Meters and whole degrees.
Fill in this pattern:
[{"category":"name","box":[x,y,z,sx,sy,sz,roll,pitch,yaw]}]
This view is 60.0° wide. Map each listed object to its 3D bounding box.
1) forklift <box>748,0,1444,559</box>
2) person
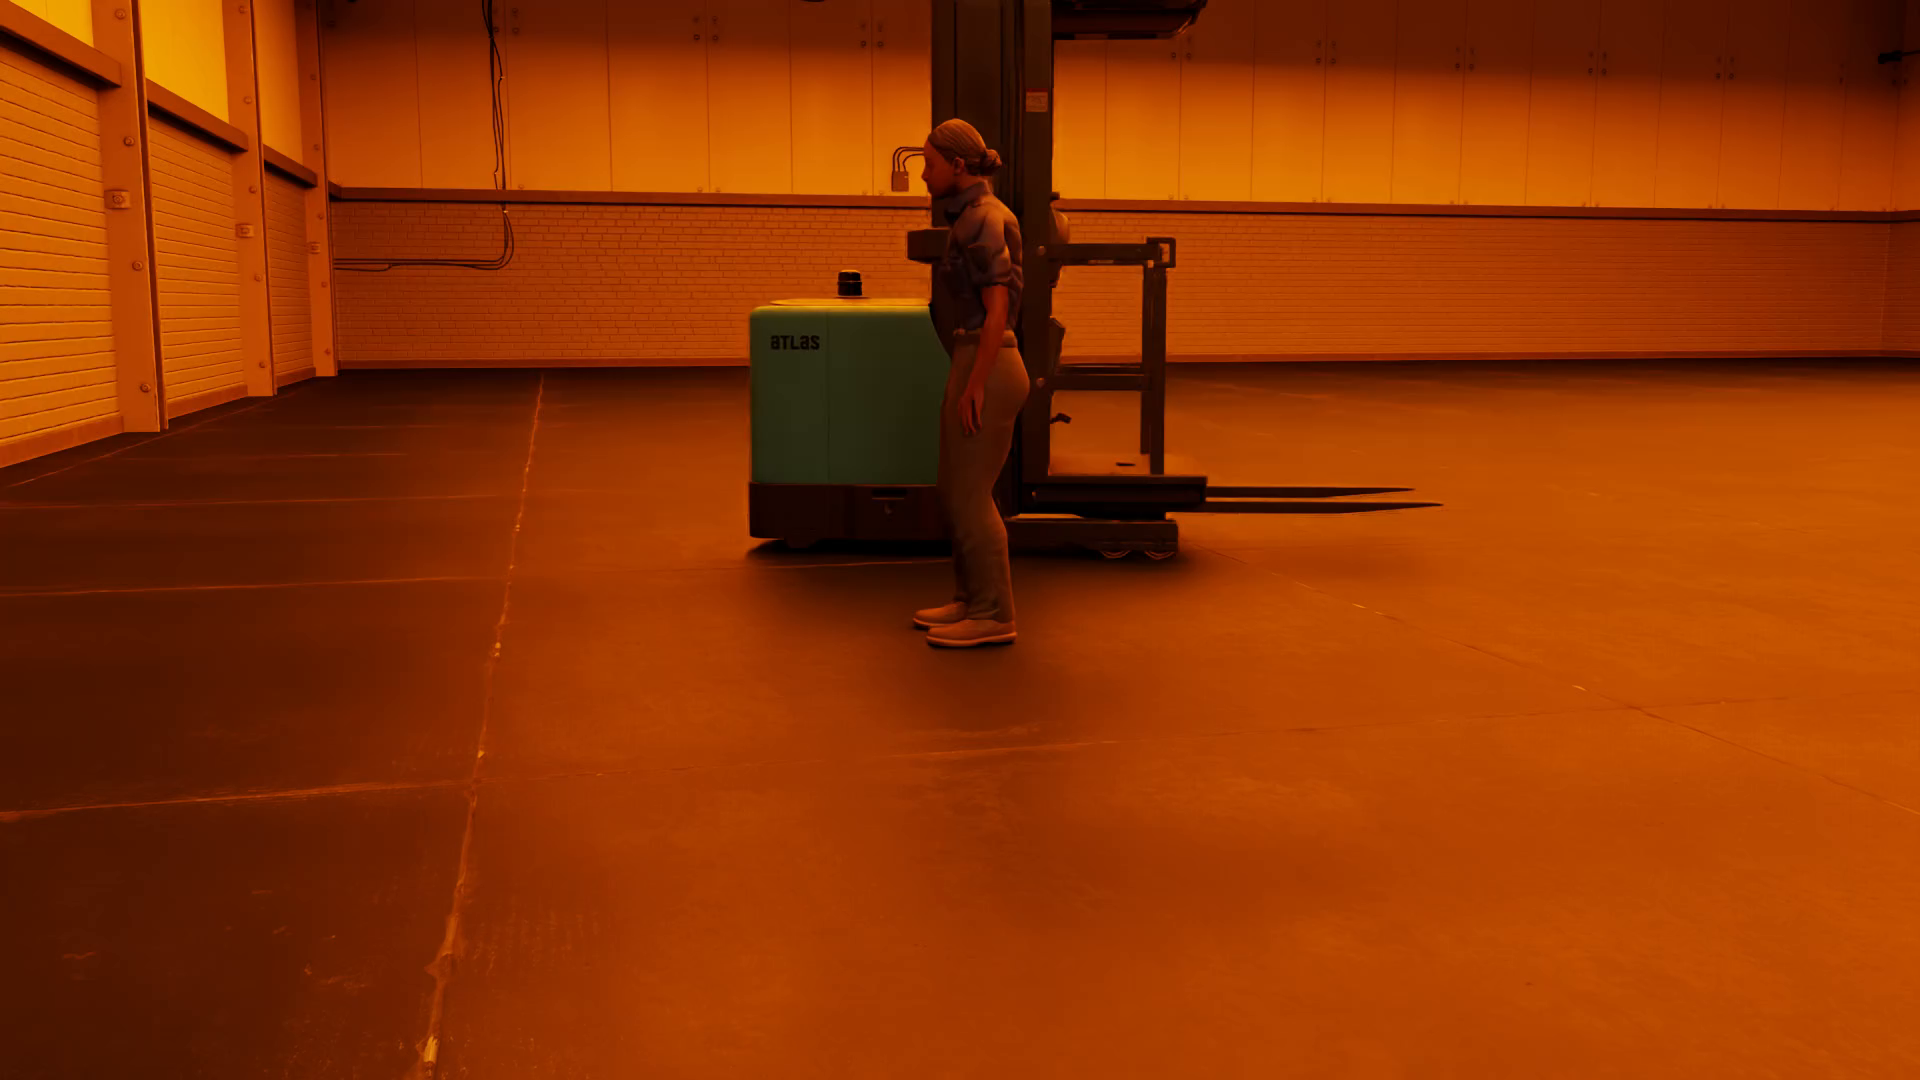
[{"category":"forklift","box":[0.609,-1.446,7.466,3.031,2.935,1.130,1,8,4]},{"category":"person","box":[0.035,-0.487,5.333,0.363,1.626,0.522,0,8,-3]}]
